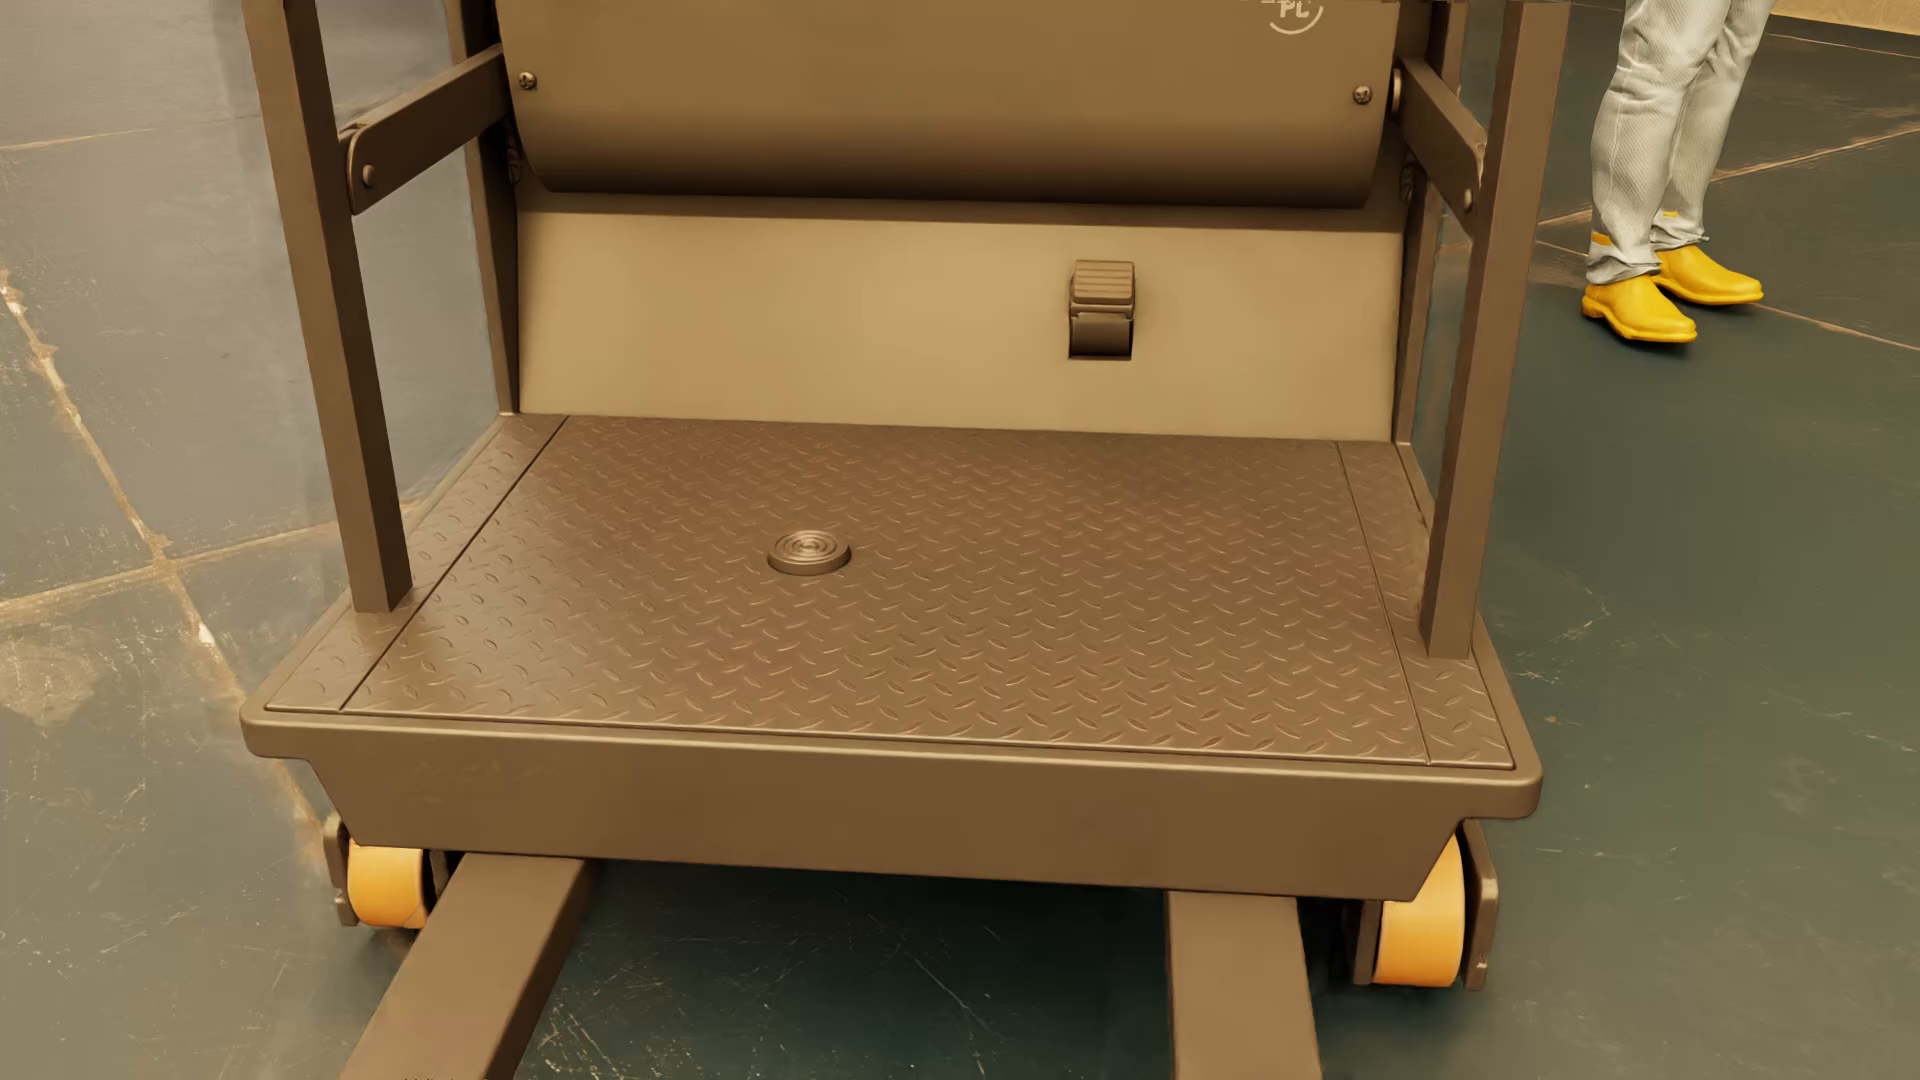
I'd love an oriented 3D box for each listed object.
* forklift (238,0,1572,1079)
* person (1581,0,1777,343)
[{"bbox_3d":[-0.034,-1.030,1.285,1.130,2.935,3.031,2,27,4],"label":"forklift"},{"bbox_3d":[1.503,-1.311,3.128,0.666,1.766,0.576,-13,29,-23],"label":"person"}]
